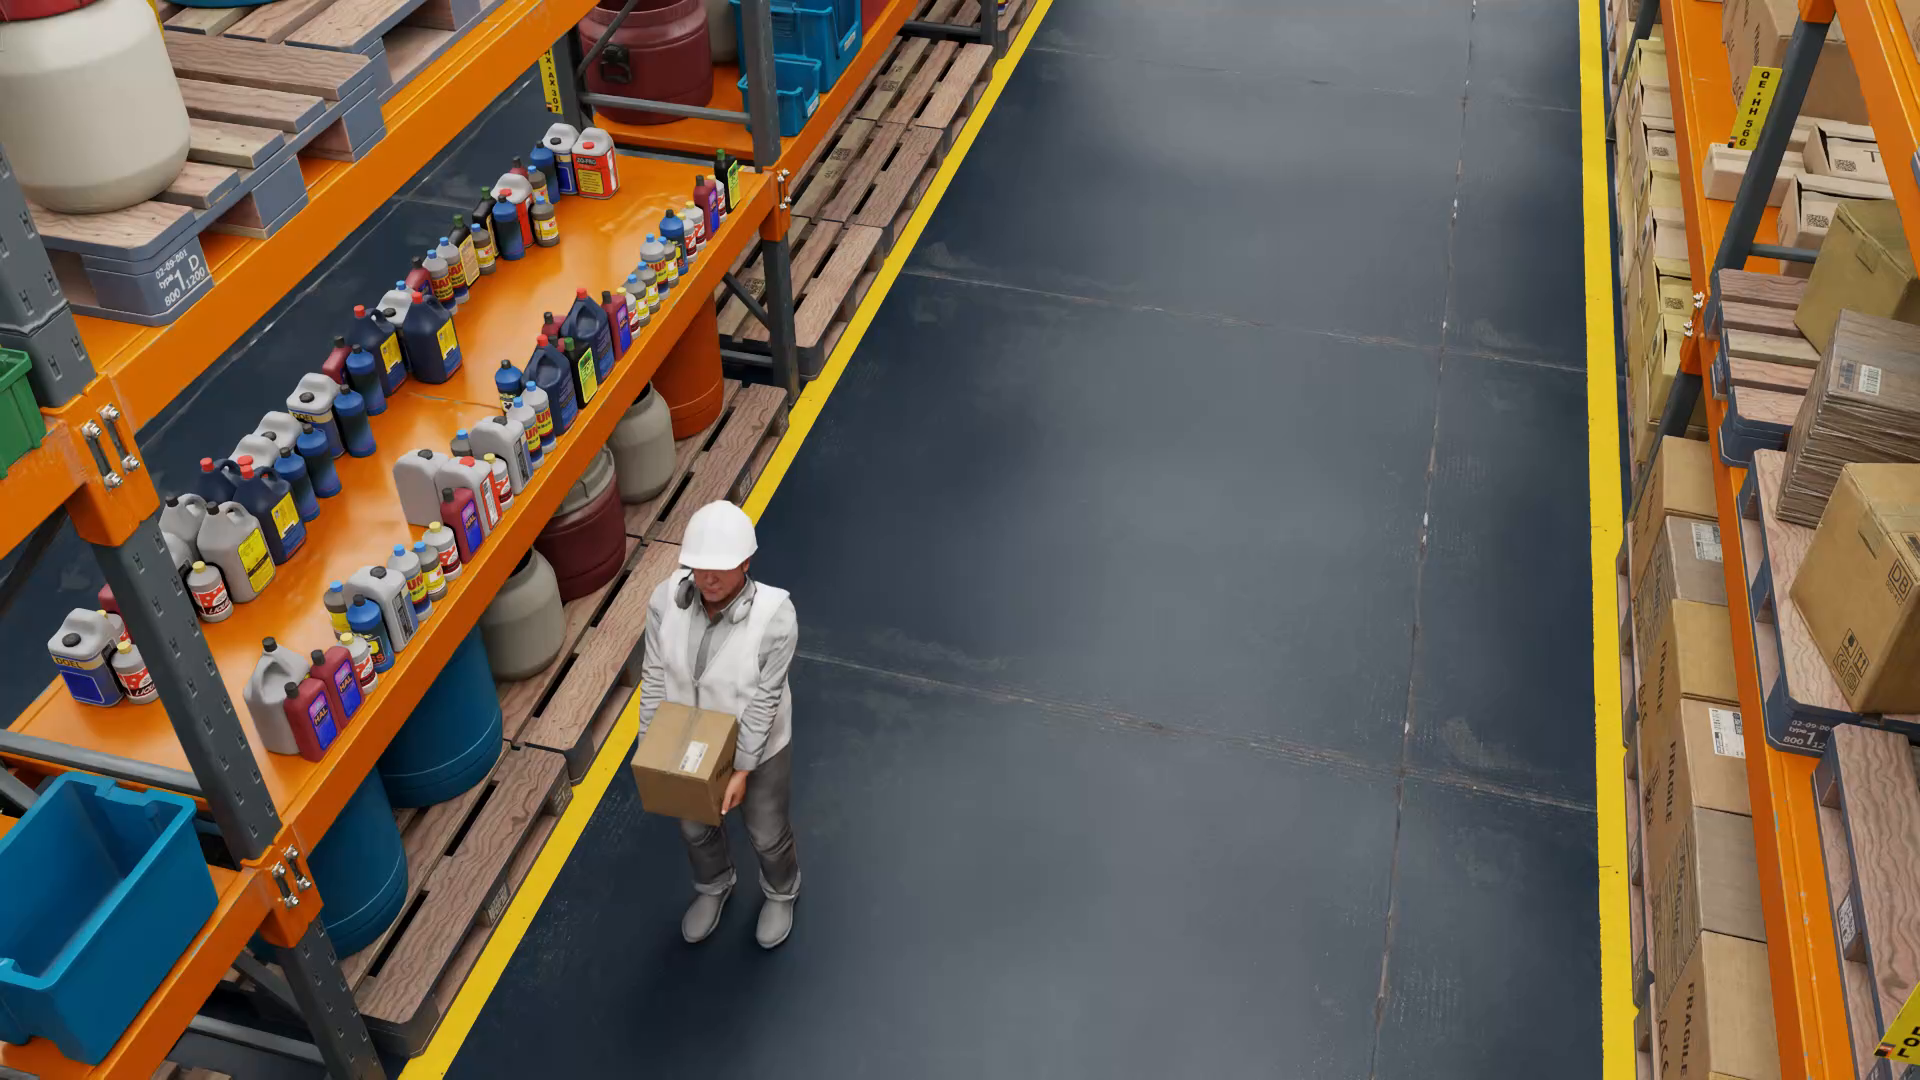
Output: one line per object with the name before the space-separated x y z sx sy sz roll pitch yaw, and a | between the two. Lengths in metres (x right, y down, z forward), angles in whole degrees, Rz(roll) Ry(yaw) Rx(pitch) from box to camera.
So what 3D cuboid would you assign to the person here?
person | -0.767 0.680 5.356 0.494 1.762 0.556 10 42 11
